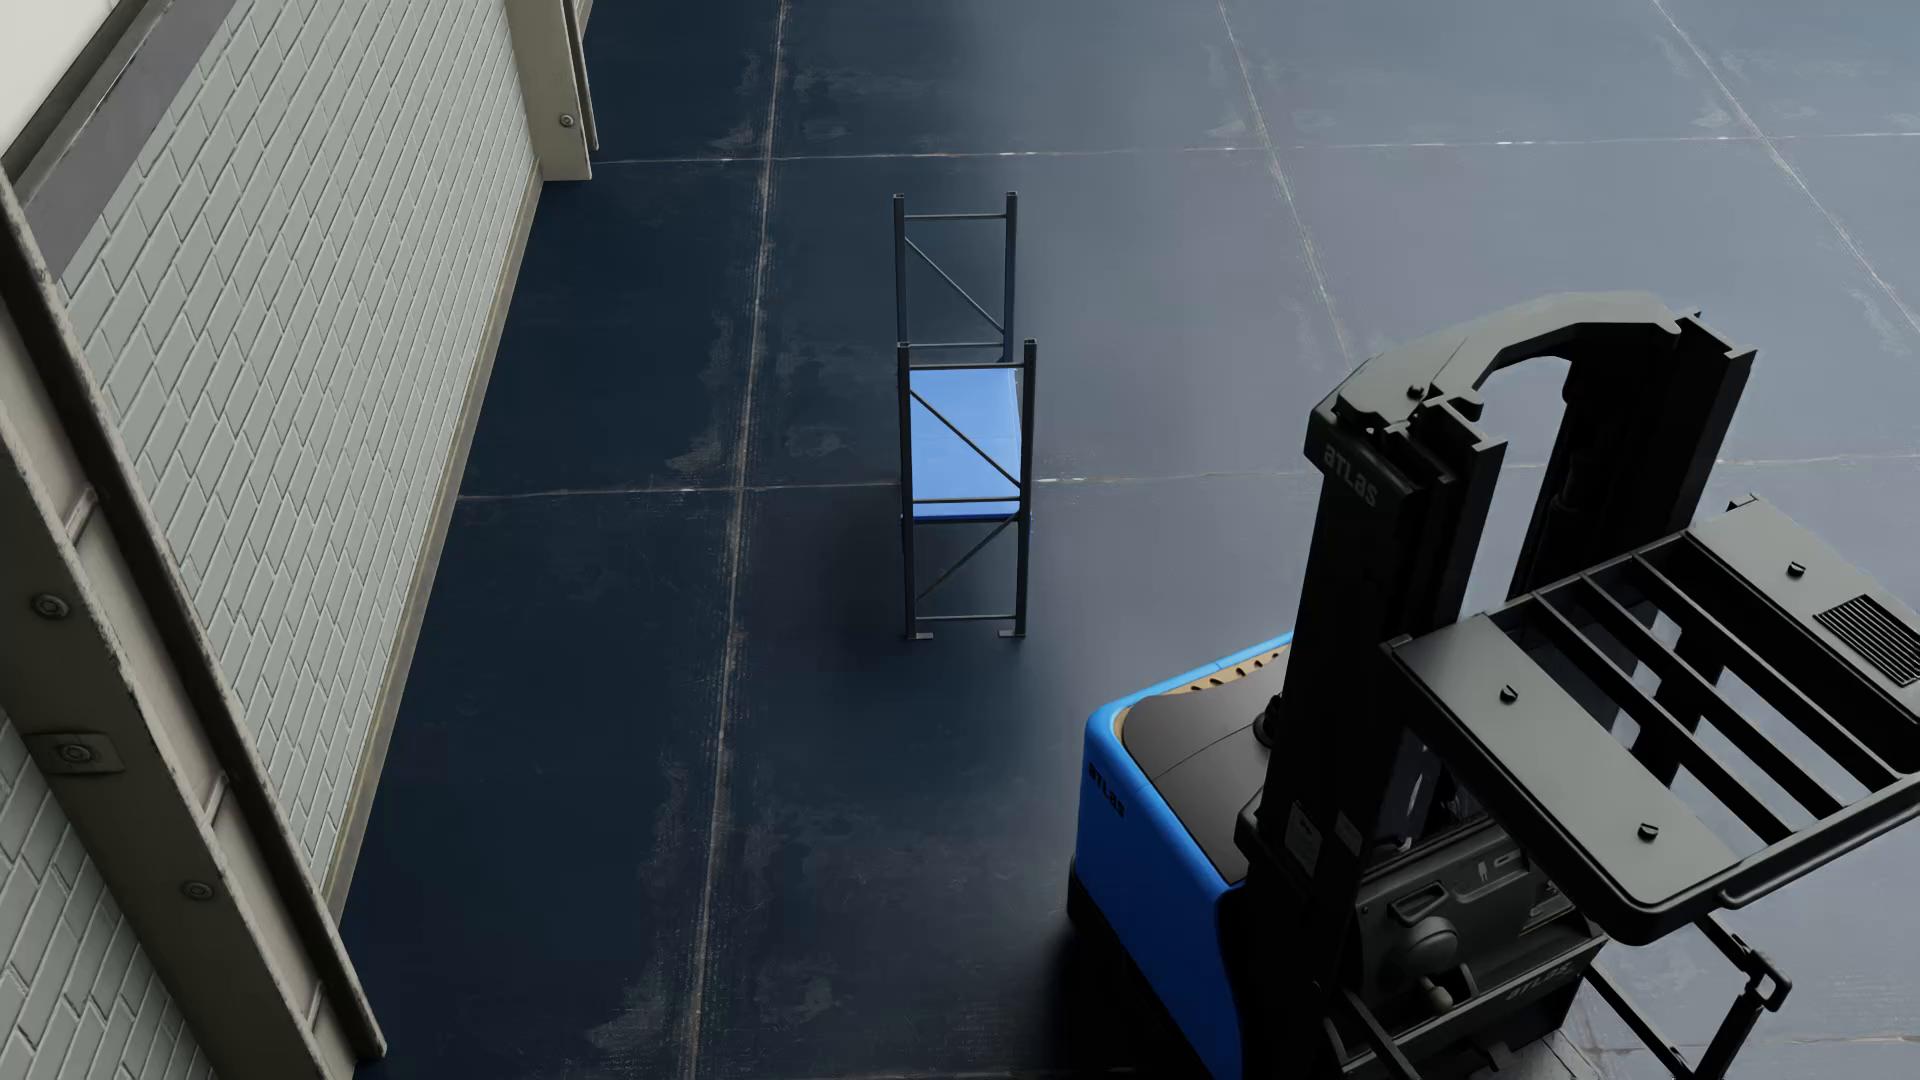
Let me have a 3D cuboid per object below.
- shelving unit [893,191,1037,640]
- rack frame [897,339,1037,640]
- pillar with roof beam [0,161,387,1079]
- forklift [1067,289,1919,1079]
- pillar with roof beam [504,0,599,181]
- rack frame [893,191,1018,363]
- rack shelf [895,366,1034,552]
[{"bbox_3d":[0.004,-0.495,6.830,0.538,1.500,1.048,-2,43,-2],"label":"shelving unit"},{"bbox_3d":[0.025,-0.152,6.456,0.500,1.500,0.032,-2,43,-2],"label":"rack frame"},{"bbox_3d":[2.241,-1.619,2.507,9.100,9.000,0.400,-2,43,-2],"label":"pillar with roof beam"},{"bbox_3d":[1.495,0.993,4.147,1.130,2.935,3.031,-19,46,-20],"label":"forklift"},{"bbox_3d":[1.986,-5.670,6.926,9.100,9.000,0.400,-2,43,-2],"label":"pillar with roof beam"},{"bbox_3d":[-0.018,-0.838,7.204,0.500,1.500,0.032,-2,43,-2],"label":"rack frame"},{"bbox_3d":[0.004,-0.363,6.952,0.538,0.185,1.000,-2,43,-2],"label":"rack shelf"}]
